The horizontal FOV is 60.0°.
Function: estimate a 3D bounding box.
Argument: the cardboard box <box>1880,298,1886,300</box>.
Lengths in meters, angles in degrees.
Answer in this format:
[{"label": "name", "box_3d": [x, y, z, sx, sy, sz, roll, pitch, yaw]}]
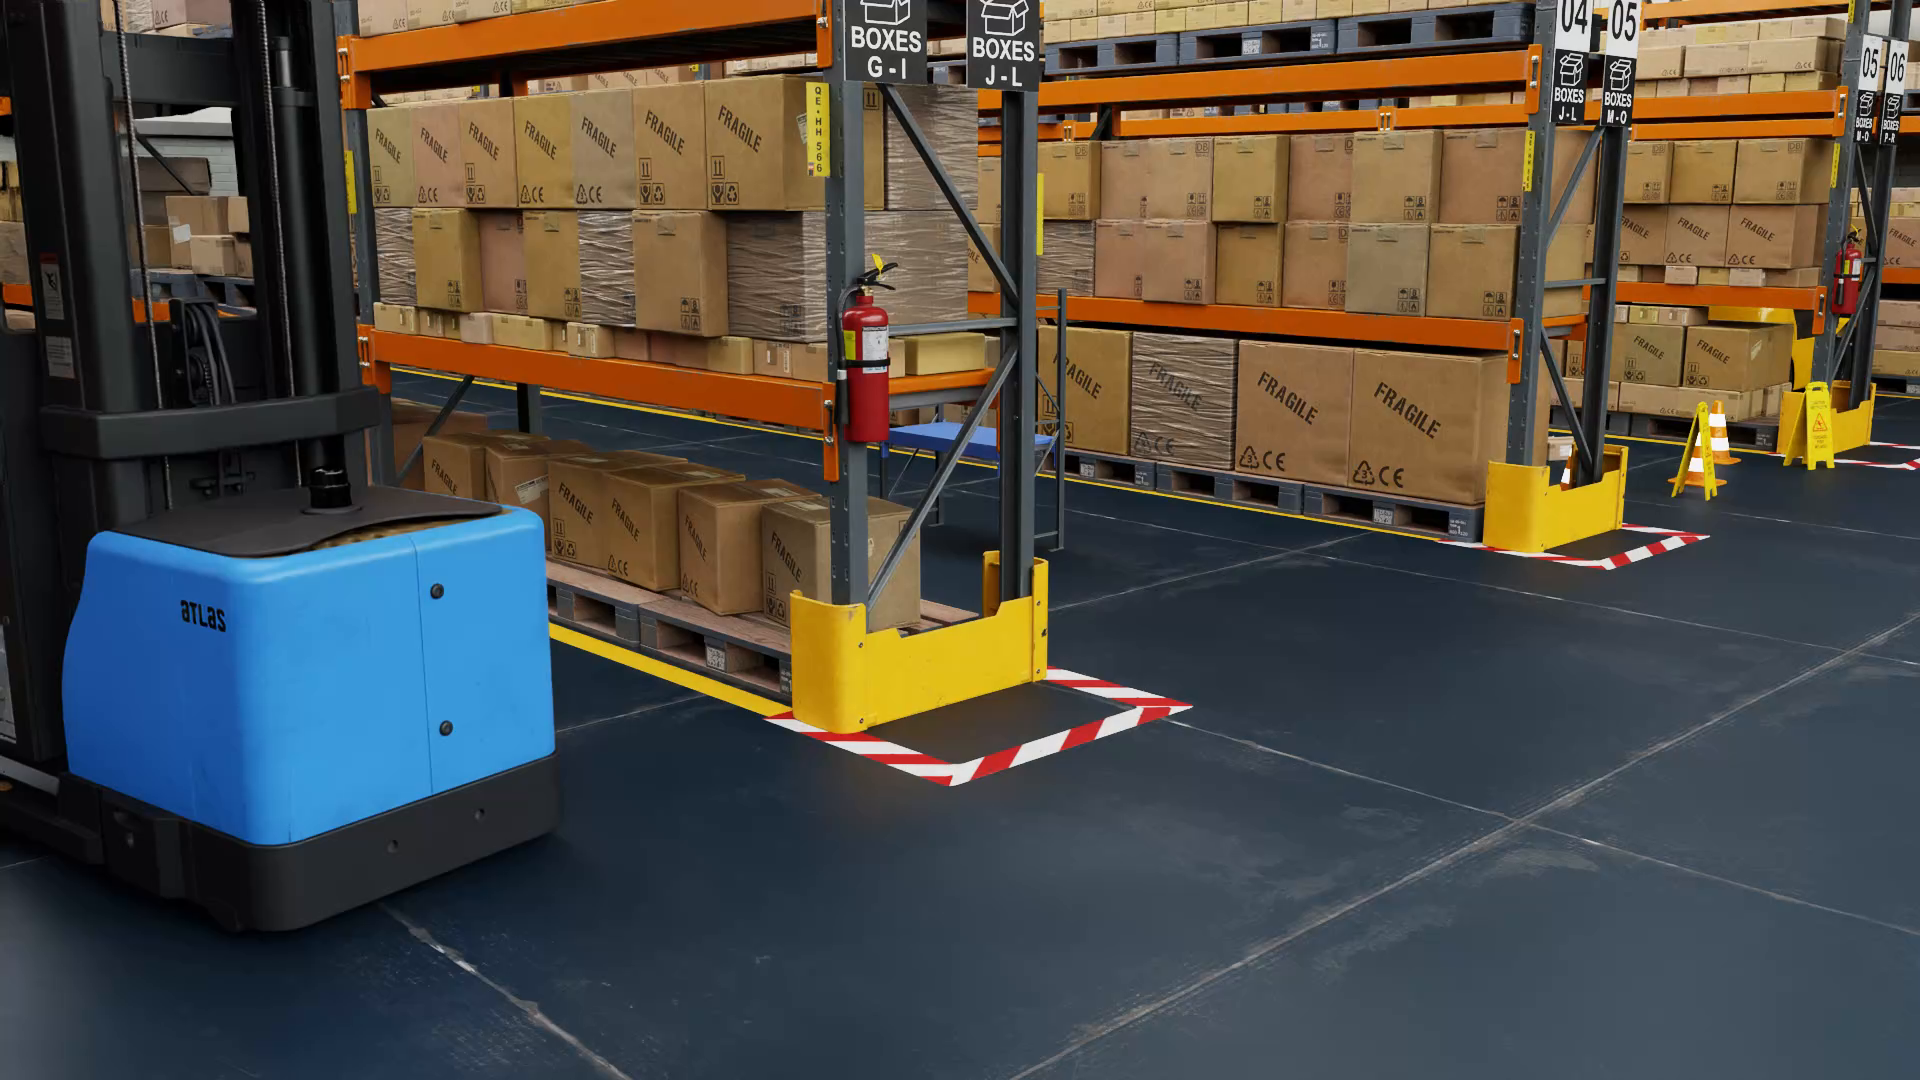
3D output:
[{"label": "cardboard box", "box_3d": [9.407, -2.412, 17.481, 0.500, 0.250, 0.500, -11, 16, -42]}]

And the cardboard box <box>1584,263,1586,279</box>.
[{"label": "cardboard box", "box_3d": [5.370, -2.351, 14.510, 0.380, 0.149, 0.250, -11, 16, -43]}]

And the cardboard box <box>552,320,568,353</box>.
[{"label": "cardboard box", "box_3d": [-1.672, -0.961, 7.764, 0.380, 0.149, 0.250, -11, 16, -43]}]

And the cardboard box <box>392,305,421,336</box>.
[{"label": "cardboard box", "box_3d": [-2.760, -1.170, 8.778, 0.380, 0.149, 0.250, -11, 16, -43]}]

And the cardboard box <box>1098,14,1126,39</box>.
[{"label": "cardboard box", "box_3d": [1.160, -3.507, 11.400, 0.380, 0.149, 0.250, -11, 16, -43]}]

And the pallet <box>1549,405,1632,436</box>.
[{"label": "pallet", "box_3d": [5.650, -1.148, 14.962, 1.003, 0.211, 1.213, -11, 16, -43]}]

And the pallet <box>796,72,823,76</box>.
[{"label": "pallet", "box_3d": [-0.702, -3.792, 13.917, 1.003, 0.211, 1.213, -10, 15, -40]}]

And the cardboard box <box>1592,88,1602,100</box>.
[{"label": "cardboard box", "box_3d": [5.534, -3.779, 14.008, 0.380, 0.149, 0.250, -11, 16, -43]}]

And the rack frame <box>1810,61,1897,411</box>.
[{"label": "rack frame", "box_3d": [7.076, -2.202, 13.163, 1.000, 3.000, 0.127, -11, 16, -43]}]

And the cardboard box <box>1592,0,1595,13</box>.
[{"label": "cardboard box", "box_3d": [3.561, -3.192, 9.874, 0.380, 0.149, 0.250, -11, 16, -42]}]

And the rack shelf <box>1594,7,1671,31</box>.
[{"label": "rack shelf", "box_3d": [6.520, -6.159, 20.281, 1.077, 0.370, 4.000, -11, 16, -43]}]

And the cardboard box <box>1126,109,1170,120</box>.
[{"label": "cardboard box", "box_3d": [2.199, -4.747, 17.840, 0.700, 0.500, 0.500, -11, 16, -43]}]

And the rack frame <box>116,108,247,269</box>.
[{"label": "rack frame", "box_3d": [-5.616, -1.988, 12.128, 1.000, 3.000, 0.127, -11, 16, -43]}]

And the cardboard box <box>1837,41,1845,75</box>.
[{"label": "cardboard box", "box_3d": [6.921, -3.853, 13.382, 0.500, 0.250, 0.500, -11, 16, -44]}]

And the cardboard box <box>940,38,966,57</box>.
[{"label": "cardboard box", "box_3d": [0.200, -3.812, 12.629, 0.500, 0.250, 0.500, -11, 16, -42]}]

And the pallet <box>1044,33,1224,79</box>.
[{"label": "pallet", "box_3d": [1.361, -3.386, 11.697, 1.003, 0.211, 1.213, -11, 16, -43]}]

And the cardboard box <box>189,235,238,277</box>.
[{"label": "cardboard box", "box_3d": [-4.625, -1.844, 10.758, 0.500, 0.250, 0.500, 11, 16, 44]}]

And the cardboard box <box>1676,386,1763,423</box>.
[{"label": "cardboard box", "box_3d": [6.306, -1.144, 13.806, 0.500, 0.250, 0.500, -11, 16, -43]}]

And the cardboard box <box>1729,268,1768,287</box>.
[{"label": "cardboard box", "box_3d": [6.408, -2.125, 13.413, 0.380, 0.149, 0.250, -11, 16, -43]}]

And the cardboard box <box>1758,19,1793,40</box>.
[{"label": "cardboard box", "box_3d": [6.478, -3.989, 13.054, 0.380, 0.149, 0.250, -11, 16, -42]}]

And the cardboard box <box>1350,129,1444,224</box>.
[{"label": "cardboard box", "box_3d": [2.891, -2.226, 10.236, 0.875, 0.550, 0.550, -11, 16, -43]}]

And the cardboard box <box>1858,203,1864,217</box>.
[{"label": "cardboard box", "box_3d": [9.507, -3.422, 17.231, 0.250, 0.149, 0.380, 11, 16, 43]}]

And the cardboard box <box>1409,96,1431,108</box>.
[{"label": "cardboard box", "box_3d": [4.352, -4.051, 15.329, 0.380, 0.149, 0.250, -11, 16, -43]}]

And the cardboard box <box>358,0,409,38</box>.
[{"label": "cardboard box", "box_3d": [-2.728, -2.699, 8.515, 0.500, 0.250, 0.500, 11, 16, 43]}]

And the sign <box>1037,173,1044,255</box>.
[{"label": "sign", "box_3d": [0.301, -1.320, 6.740, 0.100, 0.325, 0.005, -11, 16, -43]}]

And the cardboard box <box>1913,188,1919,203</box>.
[{"label": "cardboard box", "box_3d": [9.870, -3.495, 16.850, 0.380, 0.149, 0.250, -10, 16, -41]}]

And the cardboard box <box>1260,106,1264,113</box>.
[{"label": "cardboard box", "box_3d": [4.189, -5.783, 22.498, 0.380, 0.149, 0.250, -11, 16, -43]}]

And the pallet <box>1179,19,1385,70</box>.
[{"label": "pallet", "box_3d": [2.199, -3.208, 10.833, 1.003, 0.211, 1.213, -11, 16, -43]}]

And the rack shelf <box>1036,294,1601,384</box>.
[{"label": "rack shelf", "box_3d": [2.184, -1.437, 11.233, 1.077, 0.370, 4.000, -11, 16, -43]}]

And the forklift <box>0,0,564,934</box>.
[{"label": "forklift", "box_3d": [-2.739, -0.571, 5.417, 3.031, 2.935, 1.130, 8, 14, 35]}]

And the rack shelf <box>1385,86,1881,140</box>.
[{"label": "rack shelf", "box_3d": [5.695, -3.610, 14.350, 1.077, 0.370, 4.000, -11, 16, -43]}]

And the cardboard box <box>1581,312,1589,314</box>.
[{"label": "cardboard box", "box_3d": [5.622, -1.814, 15.199, 0.500, 0.500, 0.500, -10, 15, -40]}]

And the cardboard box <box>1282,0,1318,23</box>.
[{"label": "cardboard box", "box_3d": [2.214, -3.285, 10.321, 0.380, 0.149, 0.250, -11, 16, -42]}]

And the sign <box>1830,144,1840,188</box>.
[{"label": "sign", "box_3d": [6.661, -2.849, 12.654, 0.100, 0.325, 0.005, -11, 16, -43]}]

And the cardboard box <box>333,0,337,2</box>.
[{"label": "cardboard box", "box_3d": [-3.107, -3.212, 9.339, 0.637, 0.503, 0.797, 11, 16, 42]}]

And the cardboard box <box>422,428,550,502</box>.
[{"label": "cardboard box", "box_3d": [-2.607, -0.322, 9.194, 0.500, 0.500, 0.500, 11, 16, 43]}]

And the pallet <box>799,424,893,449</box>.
[{"label": "pallet", "box_3d": [-0.631, -0.995, 14.219, 1.003, 0.211, 1.213, -11, 16, -43]}]

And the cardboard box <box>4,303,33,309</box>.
[{"label": "cardboard box", "box_3d": [-7.922, -1.646, 14.693, 1.225, 0.875, 0.875, -11, 16, -42]}]

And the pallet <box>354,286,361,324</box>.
[{"label": "pallet", "box_3d": [-3.276, -1.442, 9.953, 1.003, 0.211, 1.213, -11, 16, -43]}]

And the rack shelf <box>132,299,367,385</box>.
[{"label": "rack shelf", "box_3d": [-4.235, -1.344, 10.783, 1.077, 0.370, 4.000, -11, 16, -43]}]

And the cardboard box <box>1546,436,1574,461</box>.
[{"label": "cardboard box", "box_3d": [4.710, -0.715, 13.013, 0.380, 0.149, 0.250, -3, 12, -13]}]

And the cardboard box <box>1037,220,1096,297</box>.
[{"label": "cardboard box", "box_3d": [1.067, -2.102, 12.309, 0.875, 0.550, 0.550, -11, 16, -43]}]

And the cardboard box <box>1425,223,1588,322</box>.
[{"label": "cardboard box", "box_3d": [3.277, -1.618, 9.961, 0.875, 0.550, 0.550, -11, 16, -43]}]

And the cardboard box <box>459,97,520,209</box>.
[{"label": "cardboard box", "box_3d": [-2.036, -1.842, 7.955, 0.500, 0.500, 0.500, -11, 16, -43]}]

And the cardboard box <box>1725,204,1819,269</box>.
[{"label": "cardboard box", "box_3d": [6.502, -2.437, 13.321, 0.500, 0.500, 0.500, -11, 16, -44]}]

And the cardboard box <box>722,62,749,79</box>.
[{"label": "cardboard box", "box_3d": [-2.161, -4.303, 15.683, 0.500, 0.500, 0.500, -11, 16, -43]}]

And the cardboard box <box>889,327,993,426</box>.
[{"label": "cardboard box", "box_3d": [-0.354, -1.404, 13.827, 1.050, 0.750, 0.750, -11, 16, -43]}]

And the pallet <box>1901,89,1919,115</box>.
[{"label": "pallet", "box_3d": [10.194, -4.426, 16.748, 1.003, 0.211, 1.213, -11, 16, -43]}]

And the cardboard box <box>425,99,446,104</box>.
[{"label": "cardboard box", "box_3d": [-5.592, -4.752, 18.483, 0.500, 0.250, 0.500, -11, 16, -43]}]

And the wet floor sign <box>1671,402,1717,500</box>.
[{"label": "wet floor sign", "box_3d": [5.018, -0.616, 11.300, 0.232, 0.644, 0.267, 8, 14, 35]}]

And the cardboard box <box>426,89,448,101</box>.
[{"label": "cardboard box", "box_3d": [-5.575, -4.998, 18.438, 0.500, 0.250, 0.500, 11, 16, 43]}]

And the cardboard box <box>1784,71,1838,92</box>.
[{"label": "cardboard box", "box_3d": [6.627, -3.561, 12.950, 0.380, 0.149, 0.250, -11, 16, -42]}]

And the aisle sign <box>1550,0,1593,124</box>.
[{"label": "aisle sign", "box_3d": [3.398, -2.718, 9.228, 0.394, 0.787, 0.004, -11, 16, -43]}]

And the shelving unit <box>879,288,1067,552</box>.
[{"label": "shelving unit", "box_3d": [0.059, -0.722, 9.700, 0.538, 1.500, 1.048, -11, 16, -43]}]

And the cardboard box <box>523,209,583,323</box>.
[{"label": "cardboard box", "box_3d": [-1.534, -1.309, 7.847, 0.875, 0.500, 0.500, -11, 16, -43]}]

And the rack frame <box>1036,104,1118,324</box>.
[{"label": "rack frame", "box_3d": [0.803, -2.081, 12.577, 1.000, 3.000, 0.127, -11, 16, -43]}]

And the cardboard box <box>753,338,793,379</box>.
[{"label": "cardboard box", "box_3d": [-0.610, -0.747, 6.726, 0.380, 0.149, 0.250, -11, 16, -43]}]

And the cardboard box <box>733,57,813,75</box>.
[{"label": "cardboard box", "box_3d": [-1.618, -4.208, 14.403, 0.500, 0.311, 0.500, -11, 16, -42]}]

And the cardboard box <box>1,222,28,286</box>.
[{"label": "cardboard box", "box_3d": [-7.549, -2.373, 13.746, 0.500, 0.500, 0.500, 11, 16, 44]}]
